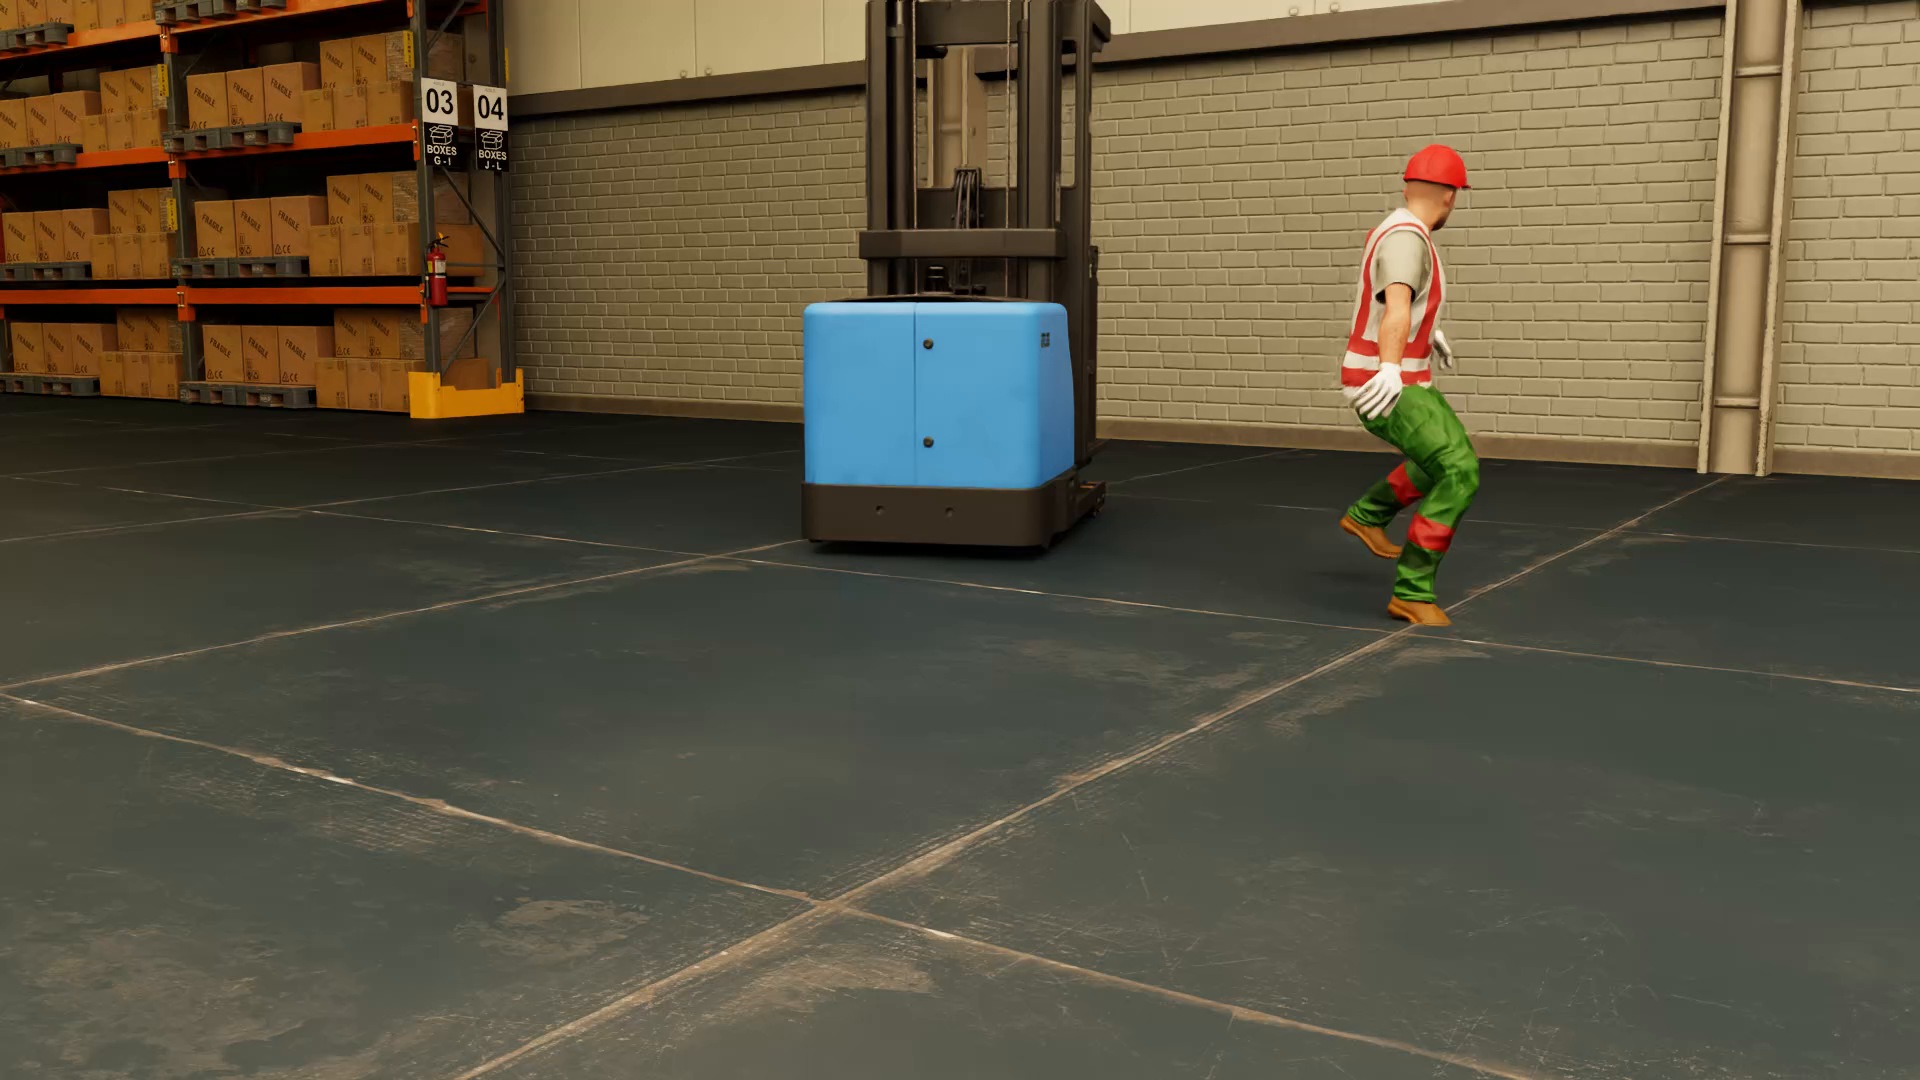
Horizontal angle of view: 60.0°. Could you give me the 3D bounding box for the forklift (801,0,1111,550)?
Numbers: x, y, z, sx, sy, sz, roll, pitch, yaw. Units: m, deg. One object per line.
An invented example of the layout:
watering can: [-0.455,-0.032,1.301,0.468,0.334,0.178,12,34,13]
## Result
forklift: [0.141,-1.574,8.261,1.130,2.935,3.031,2,8,12]

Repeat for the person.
person: [1.572,-0.538,5.838,0.510,1.664,1.189,2,8,17]
